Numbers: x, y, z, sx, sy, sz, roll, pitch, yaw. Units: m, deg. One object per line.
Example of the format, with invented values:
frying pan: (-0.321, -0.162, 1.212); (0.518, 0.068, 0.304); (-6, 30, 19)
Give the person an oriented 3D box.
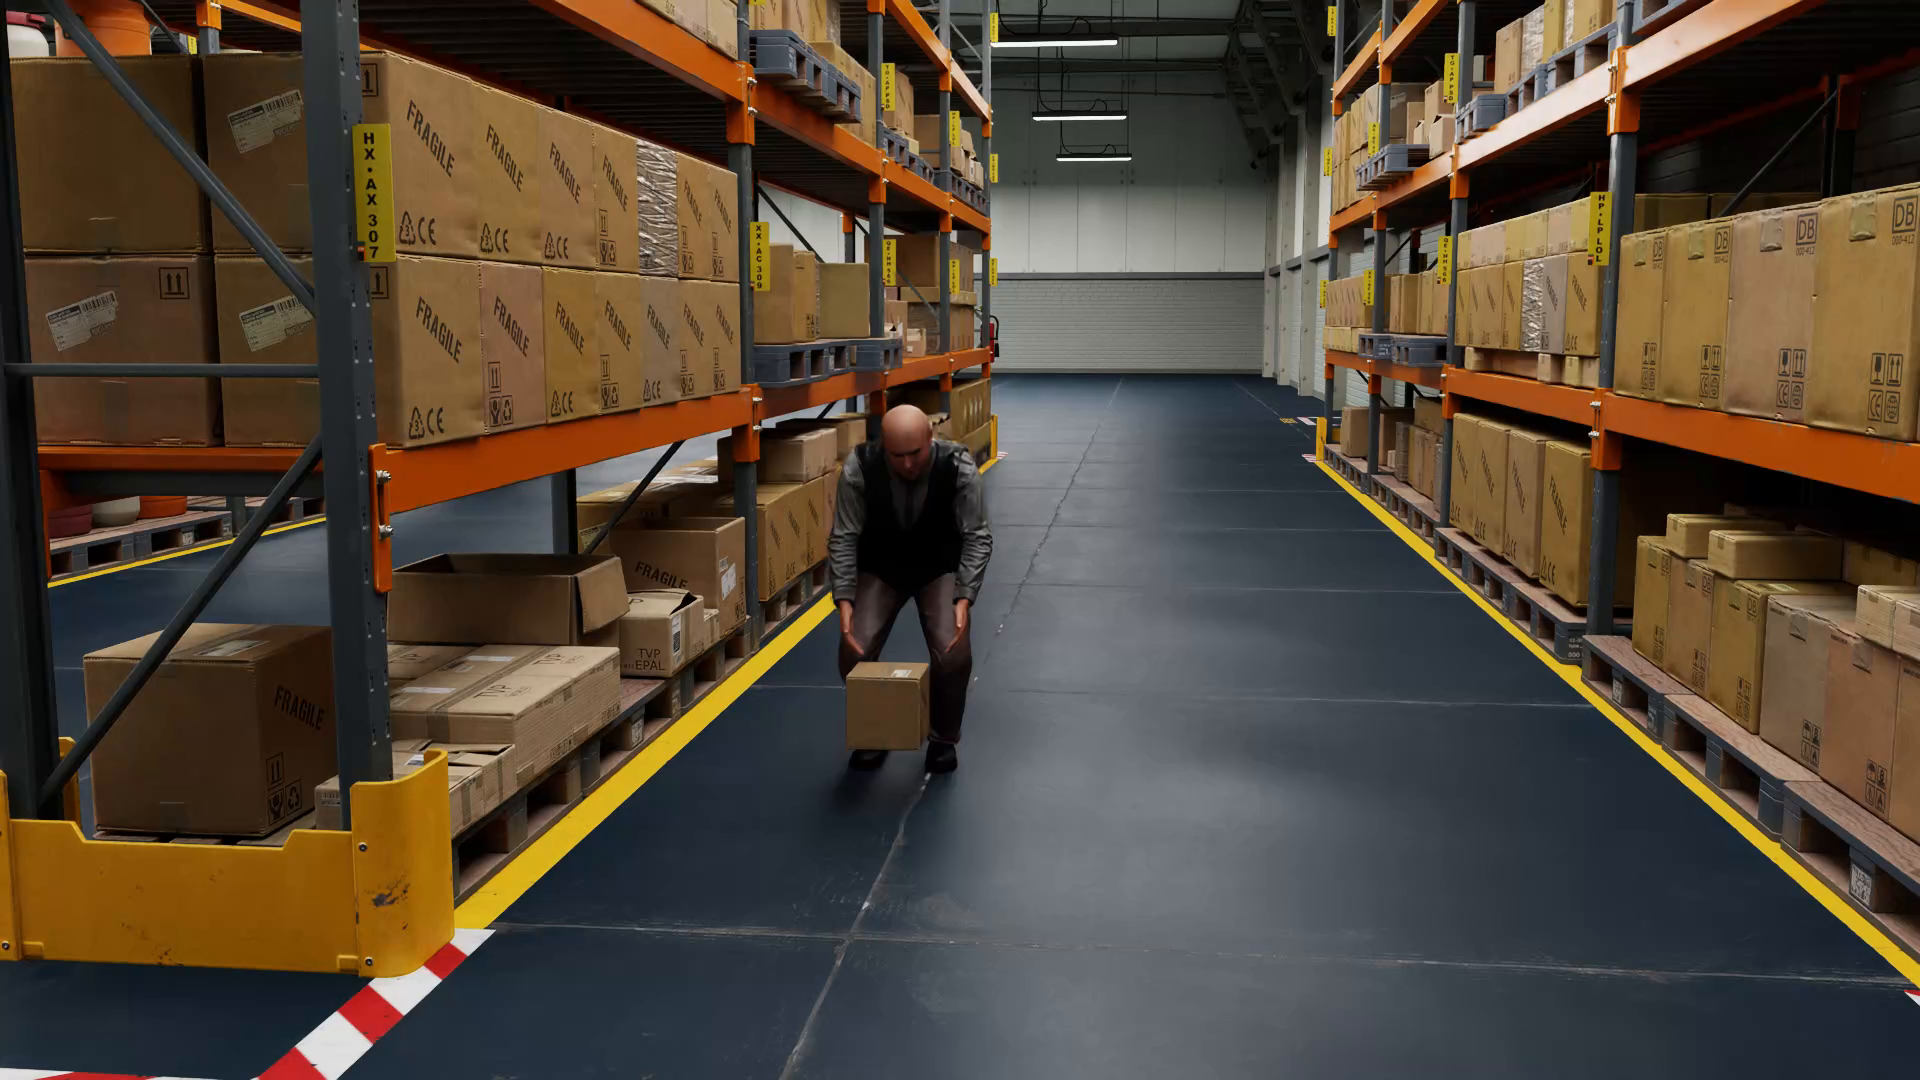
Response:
person: (-0.165, 0.168, 6.064); (0.591, 1.348, 0.740); (1, 8, 6)
